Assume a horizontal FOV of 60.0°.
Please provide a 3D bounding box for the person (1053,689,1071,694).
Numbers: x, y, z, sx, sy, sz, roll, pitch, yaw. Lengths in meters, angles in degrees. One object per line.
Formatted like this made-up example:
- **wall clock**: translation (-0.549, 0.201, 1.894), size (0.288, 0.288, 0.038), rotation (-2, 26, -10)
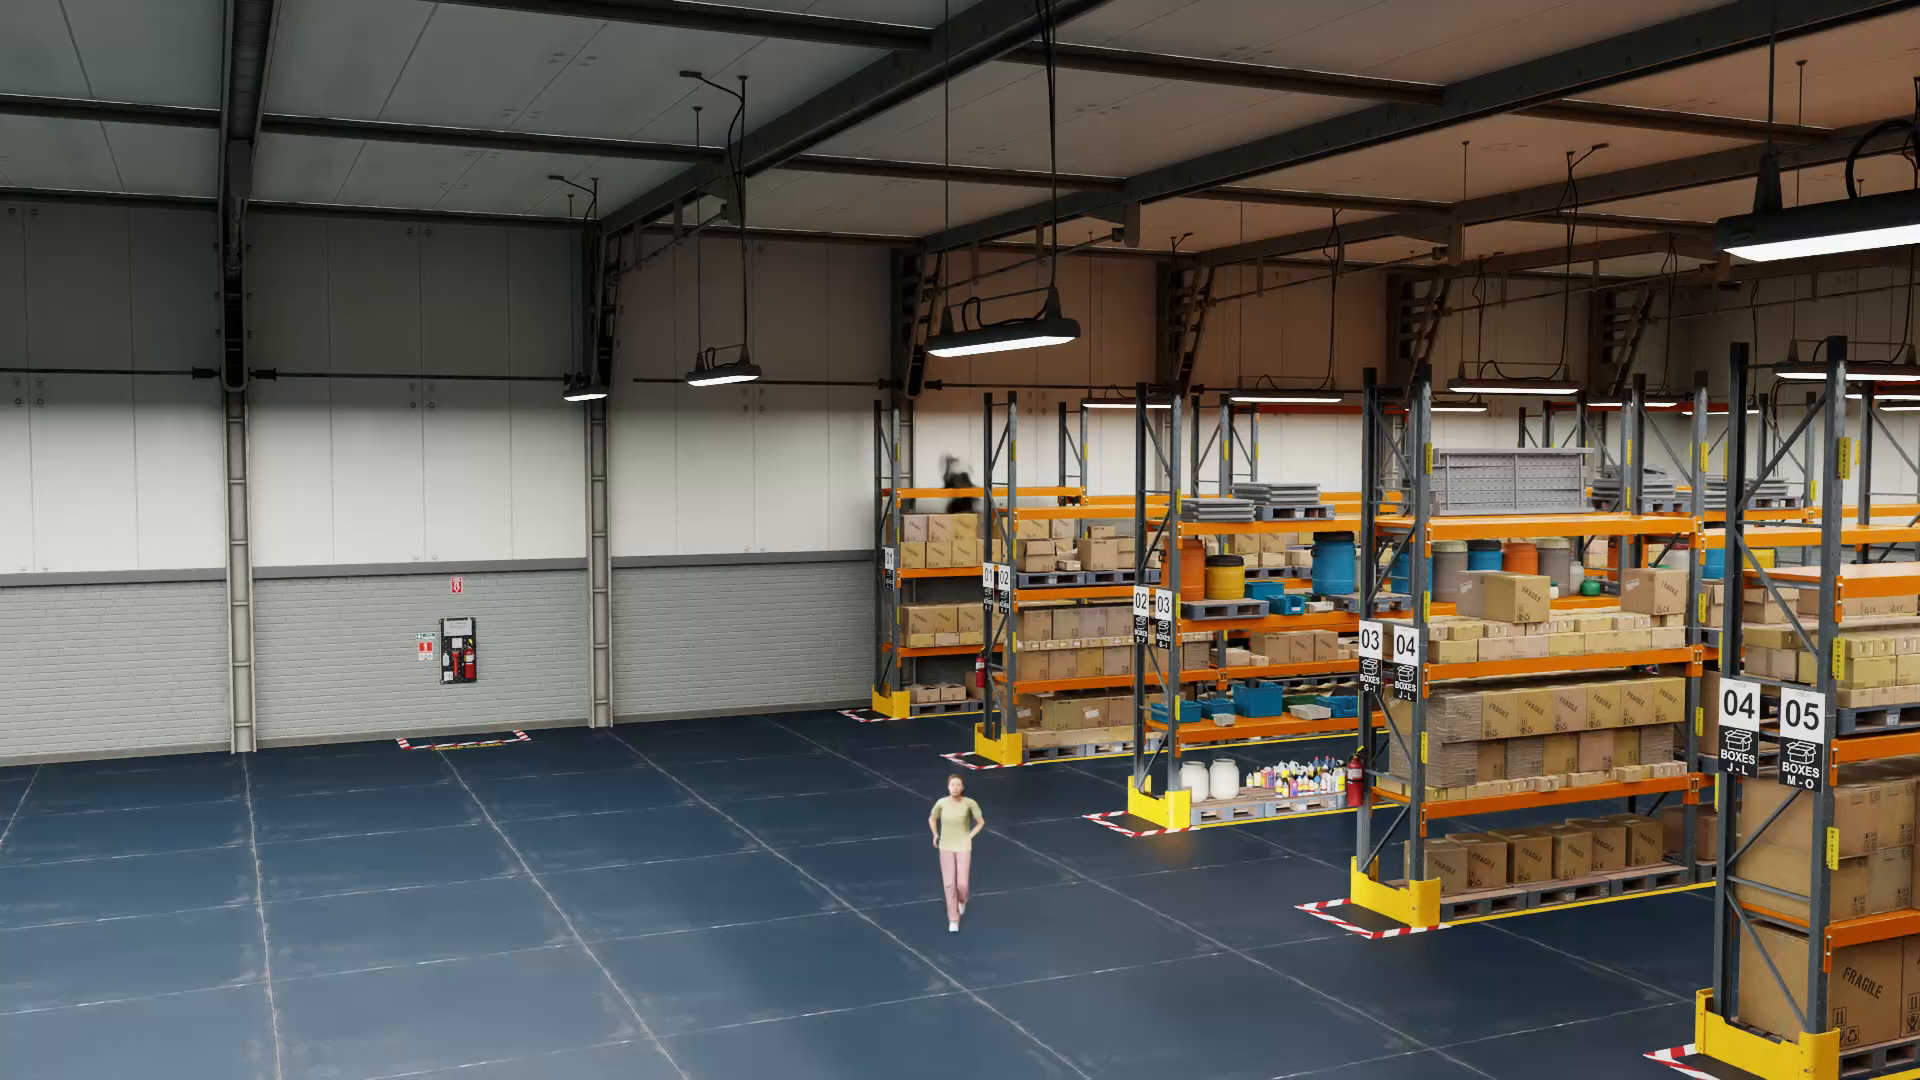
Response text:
- **person**: translation (1.879, 2.539, 29.783), size (1.042, 1.771, 0.685), rotation (-2, 4, -30)

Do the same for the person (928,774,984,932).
- **person**: translation (-0.044, 3.307, 17.790), size (0.605, 1.639, 0.676), rotation (0, 3, 4)
